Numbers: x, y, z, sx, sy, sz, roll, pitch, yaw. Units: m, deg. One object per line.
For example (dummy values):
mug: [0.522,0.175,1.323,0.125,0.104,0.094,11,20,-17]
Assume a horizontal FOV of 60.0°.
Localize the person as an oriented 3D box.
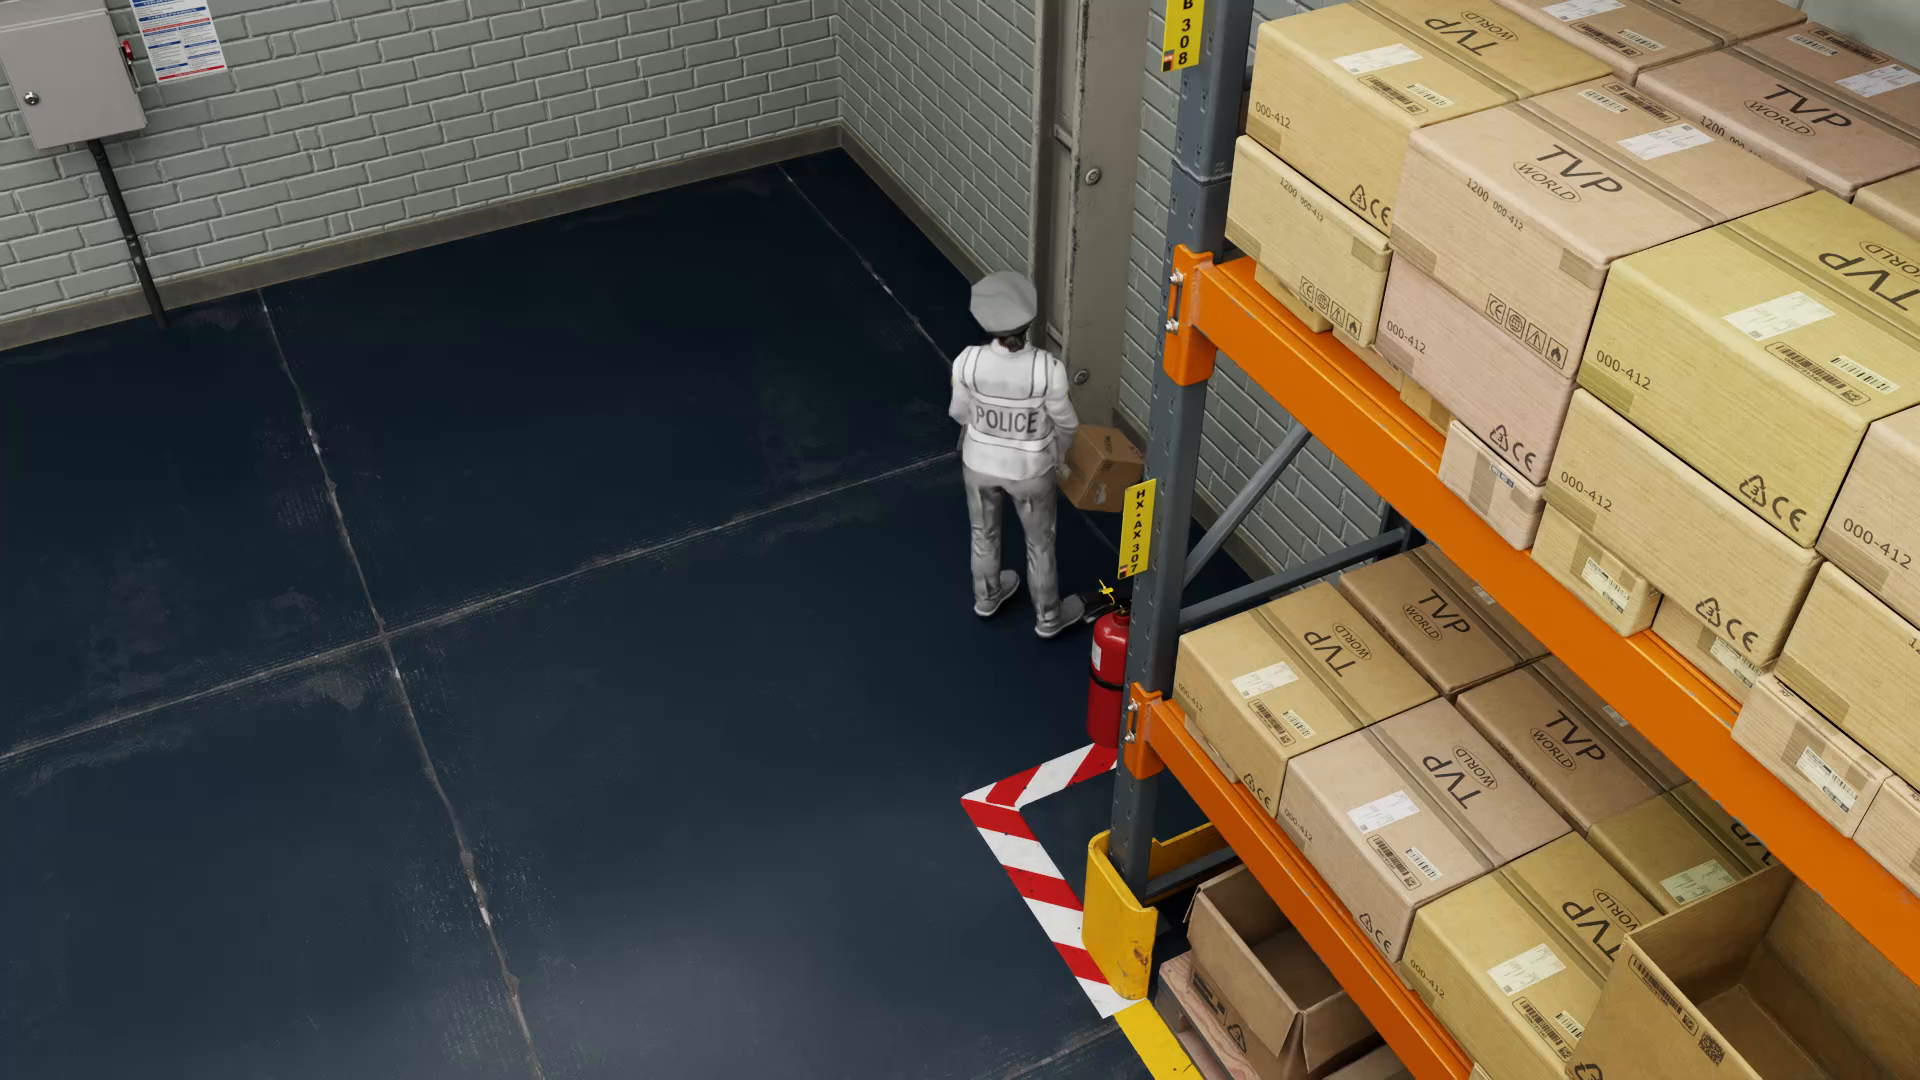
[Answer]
person: [0.237,-0.311,6.467,0.558,1.692,0.447,9,42,10]
